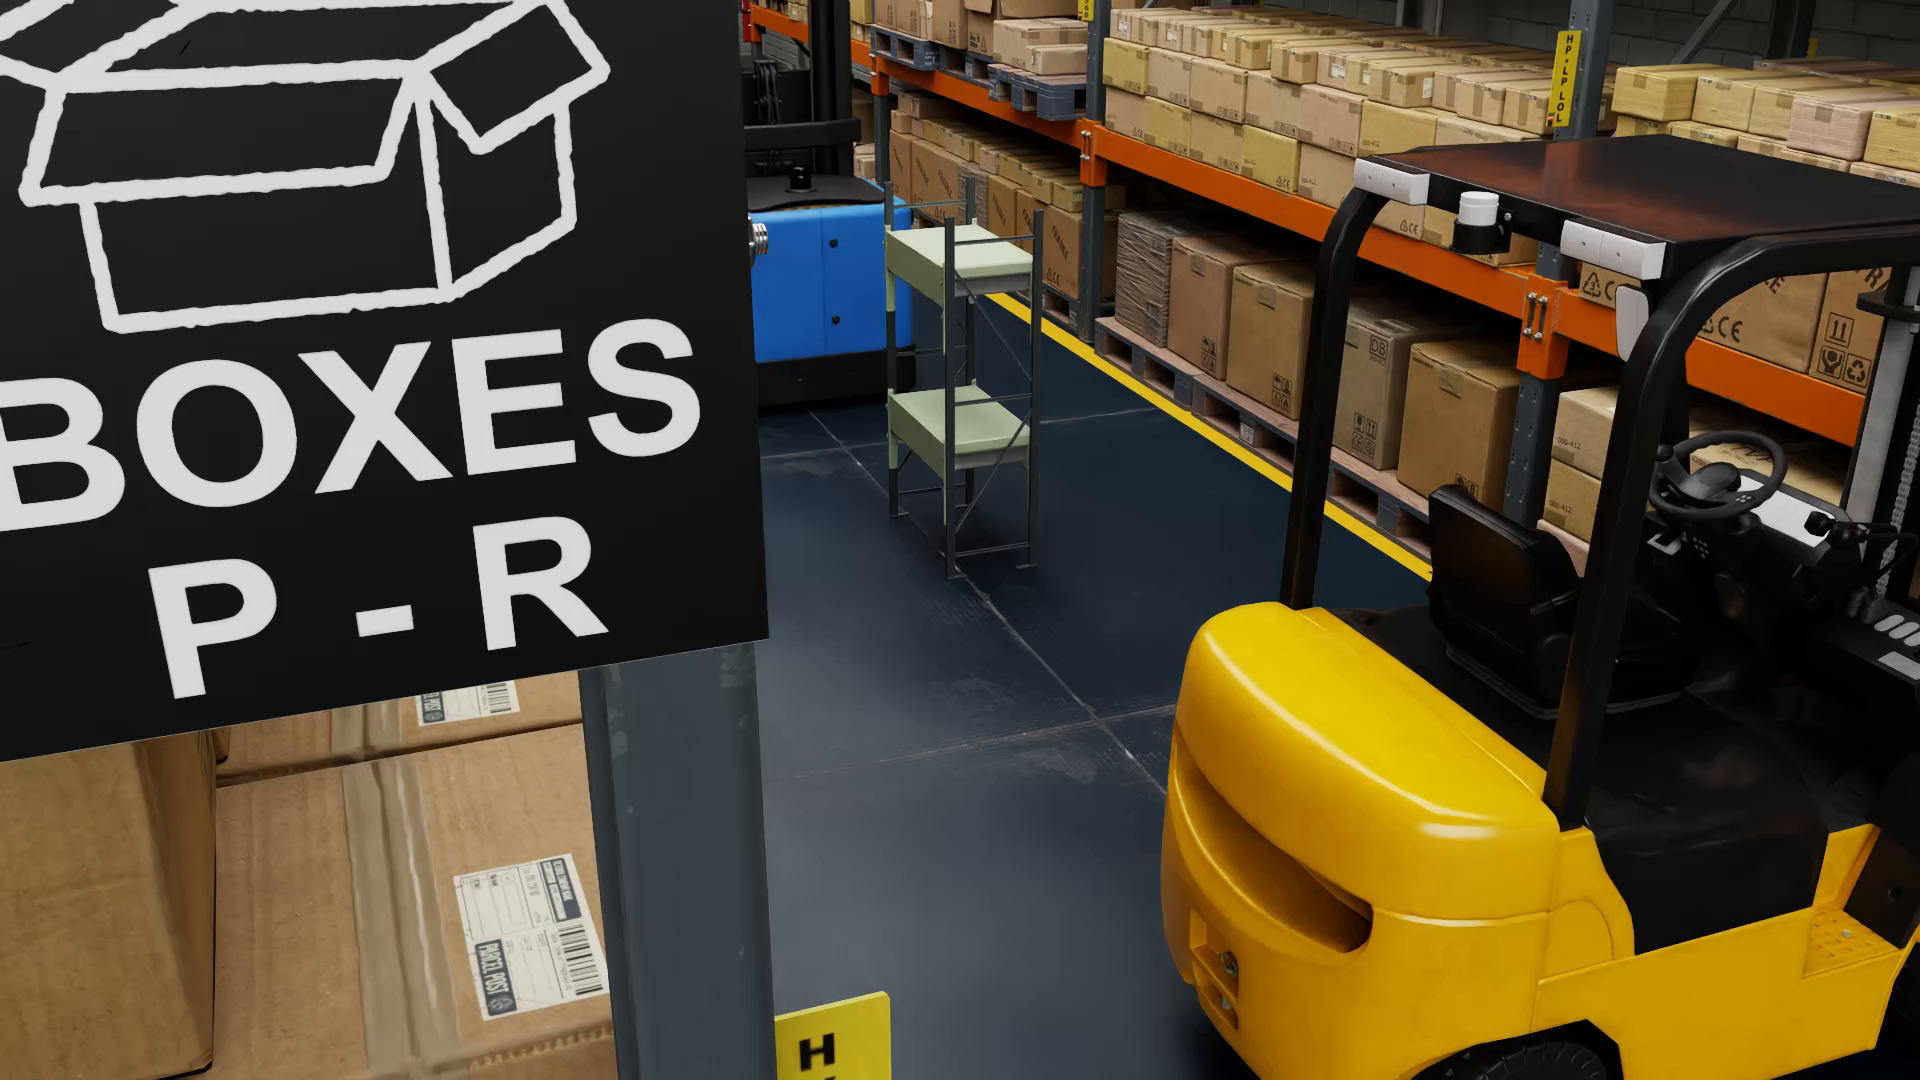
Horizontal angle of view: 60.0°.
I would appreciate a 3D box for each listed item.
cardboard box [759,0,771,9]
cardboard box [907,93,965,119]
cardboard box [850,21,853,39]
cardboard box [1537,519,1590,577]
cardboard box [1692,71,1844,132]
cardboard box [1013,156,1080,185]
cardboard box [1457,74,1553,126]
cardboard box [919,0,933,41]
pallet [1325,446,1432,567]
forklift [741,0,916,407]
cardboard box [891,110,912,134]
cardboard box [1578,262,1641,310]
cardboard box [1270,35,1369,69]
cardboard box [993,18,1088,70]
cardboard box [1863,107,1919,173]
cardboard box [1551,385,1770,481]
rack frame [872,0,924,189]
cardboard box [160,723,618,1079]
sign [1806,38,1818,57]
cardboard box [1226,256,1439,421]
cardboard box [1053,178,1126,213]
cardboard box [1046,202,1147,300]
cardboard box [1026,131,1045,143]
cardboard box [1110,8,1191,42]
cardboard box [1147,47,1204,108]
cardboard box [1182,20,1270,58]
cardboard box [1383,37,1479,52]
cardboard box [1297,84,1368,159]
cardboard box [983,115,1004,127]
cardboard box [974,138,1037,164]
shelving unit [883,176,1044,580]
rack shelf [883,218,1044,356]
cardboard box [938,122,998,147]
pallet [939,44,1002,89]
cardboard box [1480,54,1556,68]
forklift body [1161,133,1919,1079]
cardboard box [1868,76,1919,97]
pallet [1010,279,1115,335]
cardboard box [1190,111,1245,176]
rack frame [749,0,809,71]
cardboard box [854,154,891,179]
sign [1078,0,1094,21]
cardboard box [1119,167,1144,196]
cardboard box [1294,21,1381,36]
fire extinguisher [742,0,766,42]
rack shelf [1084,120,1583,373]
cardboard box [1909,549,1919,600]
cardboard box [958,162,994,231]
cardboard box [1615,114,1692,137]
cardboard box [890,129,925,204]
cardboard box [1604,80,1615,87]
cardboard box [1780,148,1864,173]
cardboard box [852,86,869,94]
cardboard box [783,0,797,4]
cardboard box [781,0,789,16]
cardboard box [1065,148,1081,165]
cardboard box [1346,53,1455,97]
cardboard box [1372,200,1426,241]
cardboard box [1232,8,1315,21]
[{"bbox_3d":[-1.753,-5.287,16.254,0.380,0.149,0.250,-9,24,-19],"label":"cardboard box"},{"bbox_3d":[-0.185,-3.329,12.746,0.380,0.149,0.250,-10,25,-22],"label":"cardboard box"},{"bbox_3d":[-0.775,-4.254,13.805,0.380,0.149,0.250,-8,24,-18],"label":"cardboard box"},{"bbox_3d":[2.488,0.096,6.161,0.500,0.250,0.500,-8,24,-18],"label":"cardboard box"},{"bbox_3d":[2.655,-1.444,5.468,0.380,0.149,0.250,-8,24,-18],"label":"cardboard box"},{"bbox_3d":[0.574,-2.437,11.012,0.380,0.149,0.250,-8,24,-17],"label":"cardboard box"},{"bbox_3d":[2.190,-1.729,6.527,0.380,0.149,0.250,-9,24,-20],"label":"cardboard box"},{"bbox_3d":[-0.068,-3.680,11.752,0.396,0.266,0.258,-7,24,-16],"label":"cardboard box"},{"bbox_3d":[2.330,-0.177,7.397,1.003,0.211,1.213,-8,24,-19],"label":"pallet"},{"bbox_3d":[-1.231,-2.584,9.607,1.130,2.935,3.031,-8,24,-19],"label":"forklift"},{"bbox_3d":[-0.322,-3.280,13.012,0.380,0.149,0.250,-7,24,-16],"label":"cardboard box"},{"bbox_3d":[2.539,-1.048,5.746,0.500,0.500,0.500,-9,24,-20],"label":"cardboard box"},{"bbox_3d":[1.699,-2.293,7.863,0.380,0.149,0.250,-8,24,-19],"label":"cardboard box"},{"bbox_3d":[0.538,-3.116,10.433,0.500,0.250,0.500,-10,25,-21],"label":"cardboard box"},{"bbox_3d":[2.849,-1.152,4.775,0.380,0.149,0.250,-9,24,-20],"label":"cardboard box"},{"bbox_3d":[2.504,-0.368,5.972,0.500,0.250,0.500,-9,24,-20],"label":"cardboard box"},{"bbox_3d":[-0.200,-4.106,13.130,1.000,3.000,0.127,-8,24,-19],"label":"rack frame"},{"bbox_3d":[-0.511,0.543,1.587,0.500,0.500,0.500,-9,24,-20],"label":"cardboard box"},{"bbox_3d":[3.145,-1.711,6.232,0.100,0.325,0.005,-8,24,-19],"label":"sign"},{"bbox_3d":[1.897,-1.042,8.378,0.875,0.625,0.625,-9,25,-21],"label":"cardboard box"},{"bbox_3d":[0.802,-2.138,10.303,0.380,0.149,0.250,-10,25,-22],"label":"cardboard box"},{"bbox_3d":[0.863,-1.818,10.380,0.500,0.500,0.500,-8,24,-17],"label":"cardboard box"},{"bbox_3d":[0.697,-2.888,12.082,0.380,0.149,0.250,-8,24,-18],"label":"cardboard box"},{"bbox_3d":[1.051,-2.841,9.165,0.380,0.149,0.250,-8,24,-17],"label":"cardboard box"},{"bbox_3d":[1.317,-2.437,8.719,0.500,0.250,0.500,-8,24,-17],"label":"cardboard box"},{"bbox_3d":[1.365,-2.561,8.501,0.380,0.149,0.250,-8,24,-18],"label":"cardboard box"},{"bbox_3d":[2.208,-2.262,7.790,0.380,0.149,0.250,-8,24,-19],"label":"cardboard box"},{"bbox_3d":[1.850,-1.876,7.389,0.500,0.250,0.500,-8,24,-18],"label":"cardboard box"},{"bbox_3d":[0.392,-3.170,12.752,0.380,0.149,0.250,-8,24,-18],"label":"cardboard box"},{"bbox_3d":[0.321,-2.720,11.683,0.380,0.149,0.250,-8,24,-19],"label":"cardboard box"},{"bbox_3d":[0.002,-0.689,6.953,0.431,1.500,0.755,-8,24,-19],"label":"shelving unit"},{"bbox_3d":[0.002,-1.048,6.801,0.431,0.370,0.720,-8,24,-19],"label":"rack shelf"},{"bbox_3d":[0.059,-3.000,12.349,0.380,0.149,0.250,-9,24,-20],"label":"cardboard box"},{"bbox_3d":[0.522,-3.270,11.394,1.003,0.211,1.213,-8,24,-19],"label":"pallet"},{"bbox_3d":[2.460,-1.987,7.138,0.380,0.149,0.250,-9,24,-20],"label":"cardboard box"},{"bbox_3d":[1.663,0.207,3.991,2.313,2.155,1.214,-8,24,-19],"label":"forklift body"},{"bbox_3d":[3.178,-1.416,5.399,0.380,0.149,0.250,-9,24,-19],"label":"cardboard box"},{"bbox_3d":[0.985,-1.644,10.879,1.003,0.211,1.213,-8,24,-19],"label":"pallet"},{"bbox_3d":[1.503,-2.019,8.372,0.500,0.250,0.500,-9,25,-21],"label":"cardboard box"},{"bbox_3d":[-1.613,-5.559,16.578,1.000,3.000,0.127,-8,24,-19],"label":"rack frame"},{"bbox_3d":[-0.671,-3.148,13.987,0.380,0.149,0.250,-9,25,-21],"label":"cardboard box"},{"bbox_3d":[0.709,-3.072,9.287,0.100,0.325,0.005,-8,24,-19],"label":"sign"},{"bbox_3d":[1.252,-2.326,10.748,0.380,0.149,0.250,-8,24,-17],"label":"cardboard box"},{"bbox_3d":[1.921,-2.540,8.450,0.380,0.149,0.250,-8,24,-19],"label":"cardboard box"},{"bbox_3d":[-2.097,-5.342,16.642,0.296,0.674,0.183,-8,24,-19],"label":"fire extinguisher"},{"bbox_3d":[1.920,-1.594,8.097,1.077,0.370,4.000,-8,24,-19],"label":"rack shelf"},{"bbox_3d":[3.040,0.191,4.648,0.500,0.250,0.500,-9,24,-20],"label":"cardboard box"},{"bbox_3d":[0.308,-2.378,11.707,0.500,0.500,0.500,-9,25,-21],"label":"cardboard box"},{"bbox_3d":[2.493,-1.392,5.727,0.380,0.149,0.250,-9,24,-20],"label":"cardboard box"},{"bbox_3d":[-0.239,-2.941,13.043,0.500,0.500,0.500,-7,24,-17],"label":"cardboard box"},{"bbox_3d":[2.703,-1.701,6.460,0.380,0.149,0.250,-9,24,-20],"label":"cardboard box"},{"bbox_3d":[2.722,-1.108,5.052,0.380,0.149,0.250,-8,24,-18],"label":"cardboard box"},{"bbox_3d":[-1.126,-3.844,15.186,0.500,0.500,0.500,-8,24,-18],"label":"cardboard box"},{"bbox_3d":[-1.344,-5.059,15.200,0.500,0.250,0.500,-9,24,-20],"label":"cardboard box"},{"bbox_3d":[-1.463,-5.010,15.597,0.380,0.149,0.250,-8,24,-17],"label":"cardboard box"},{"bbox_3d":[0.942,-2.605,11.410,0.380,0.149,0.250,-9,24,-20],"label":"cardboard box"},{"bbox_3d":[1.902,-2.006,7.184,0.380,0.149,0.250,-9,24,-20],"label":"cardboard box"},{"bbox_3d":[2.021,-1.459,7.043,0.500,0.250,0.500,-8,24,-19],"label":"cardboard box"},{"bbox_3d":[1.715,-2.827,9.132,0.380,0.149,0.250,-8,24,-18],"label":"cardboard box"}]
